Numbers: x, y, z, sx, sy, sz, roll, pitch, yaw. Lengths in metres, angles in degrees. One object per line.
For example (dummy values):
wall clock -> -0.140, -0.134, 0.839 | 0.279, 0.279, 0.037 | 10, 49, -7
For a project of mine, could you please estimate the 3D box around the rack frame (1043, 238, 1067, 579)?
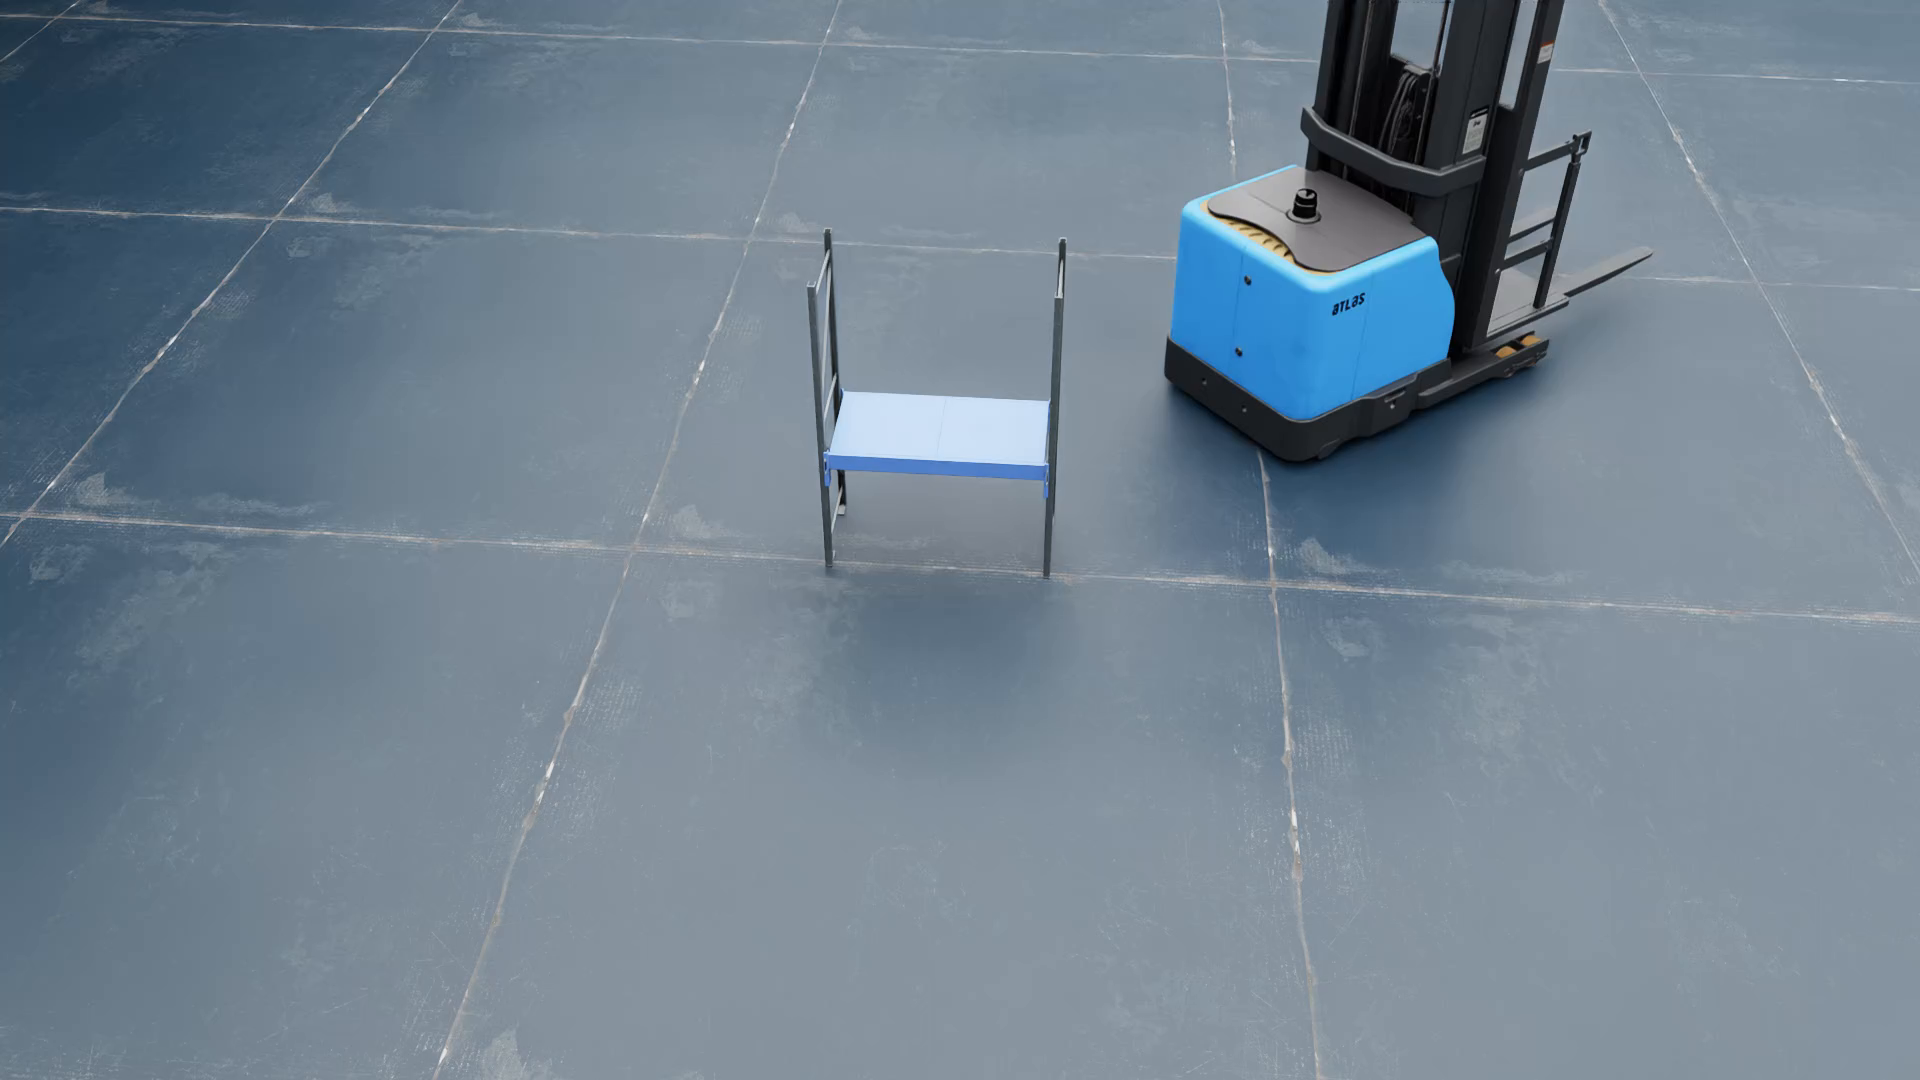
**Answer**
rack frame -> 0.421, -0.559, 7.419 | 0.032, 1.500, 0.500 | 3, 39, 4

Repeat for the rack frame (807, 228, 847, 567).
rack frame -> -0.591, -0.614, 7.487 | 0.032, 1.500, 0.500 | 3, 39, 4

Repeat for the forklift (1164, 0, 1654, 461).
forklift -> 2.591, -2.265, 8.381 | 3.031, 2.935, 1.130 | -24, 45, -26

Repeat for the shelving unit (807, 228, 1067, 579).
shelving unit -> -0.085, -0.586, 7.453 | 1.048, 1.500, 0.538 | 3, 39, 4

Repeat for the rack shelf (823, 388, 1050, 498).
rack shelf -> -0.085, -0.447, 7.566 | 1.000, 0.185, 0.538 | 3, 39, 4
